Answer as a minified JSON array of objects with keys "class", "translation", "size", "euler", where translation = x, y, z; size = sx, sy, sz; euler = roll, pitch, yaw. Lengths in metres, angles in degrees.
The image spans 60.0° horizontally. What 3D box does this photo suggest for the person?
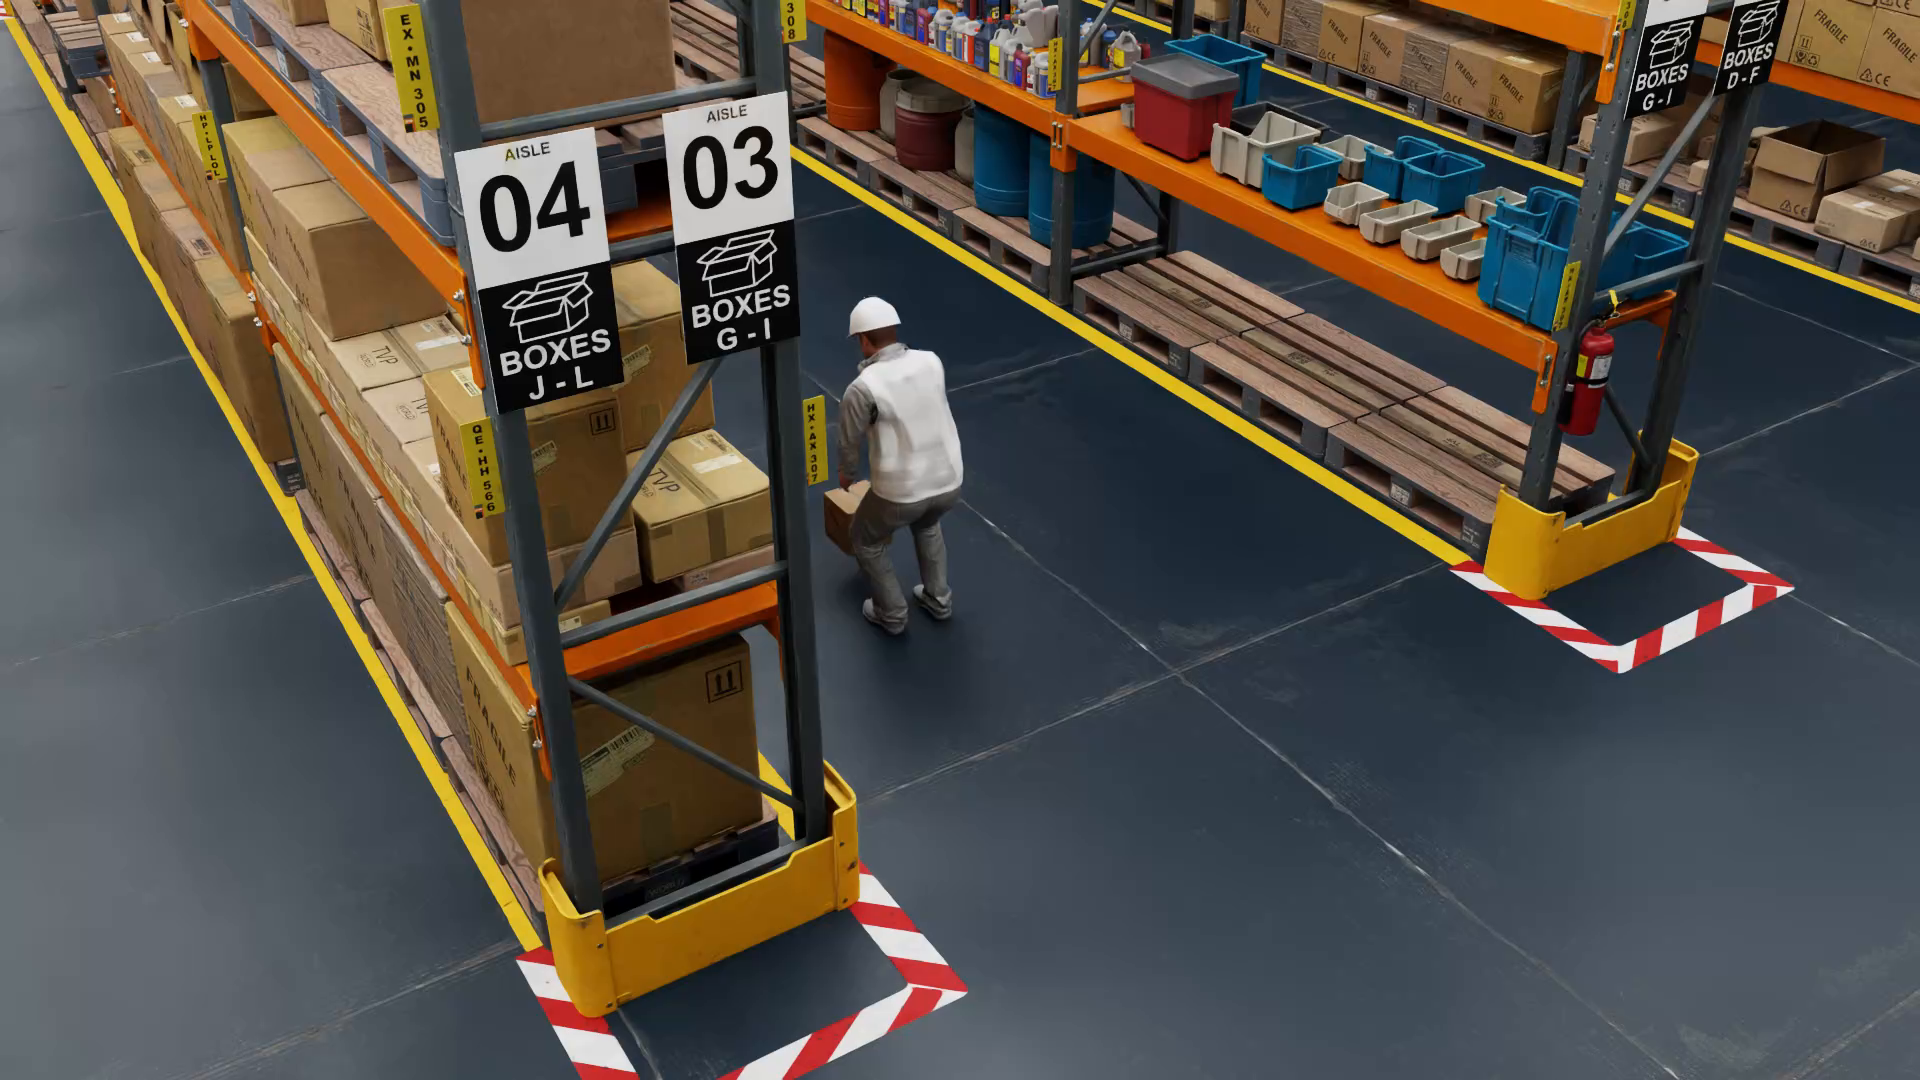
[{"class":"person","translation":[-0.295,-0.316,7.755],"size":[0.581,1.628,0.604],"euler":[-18,37,-26]}]
